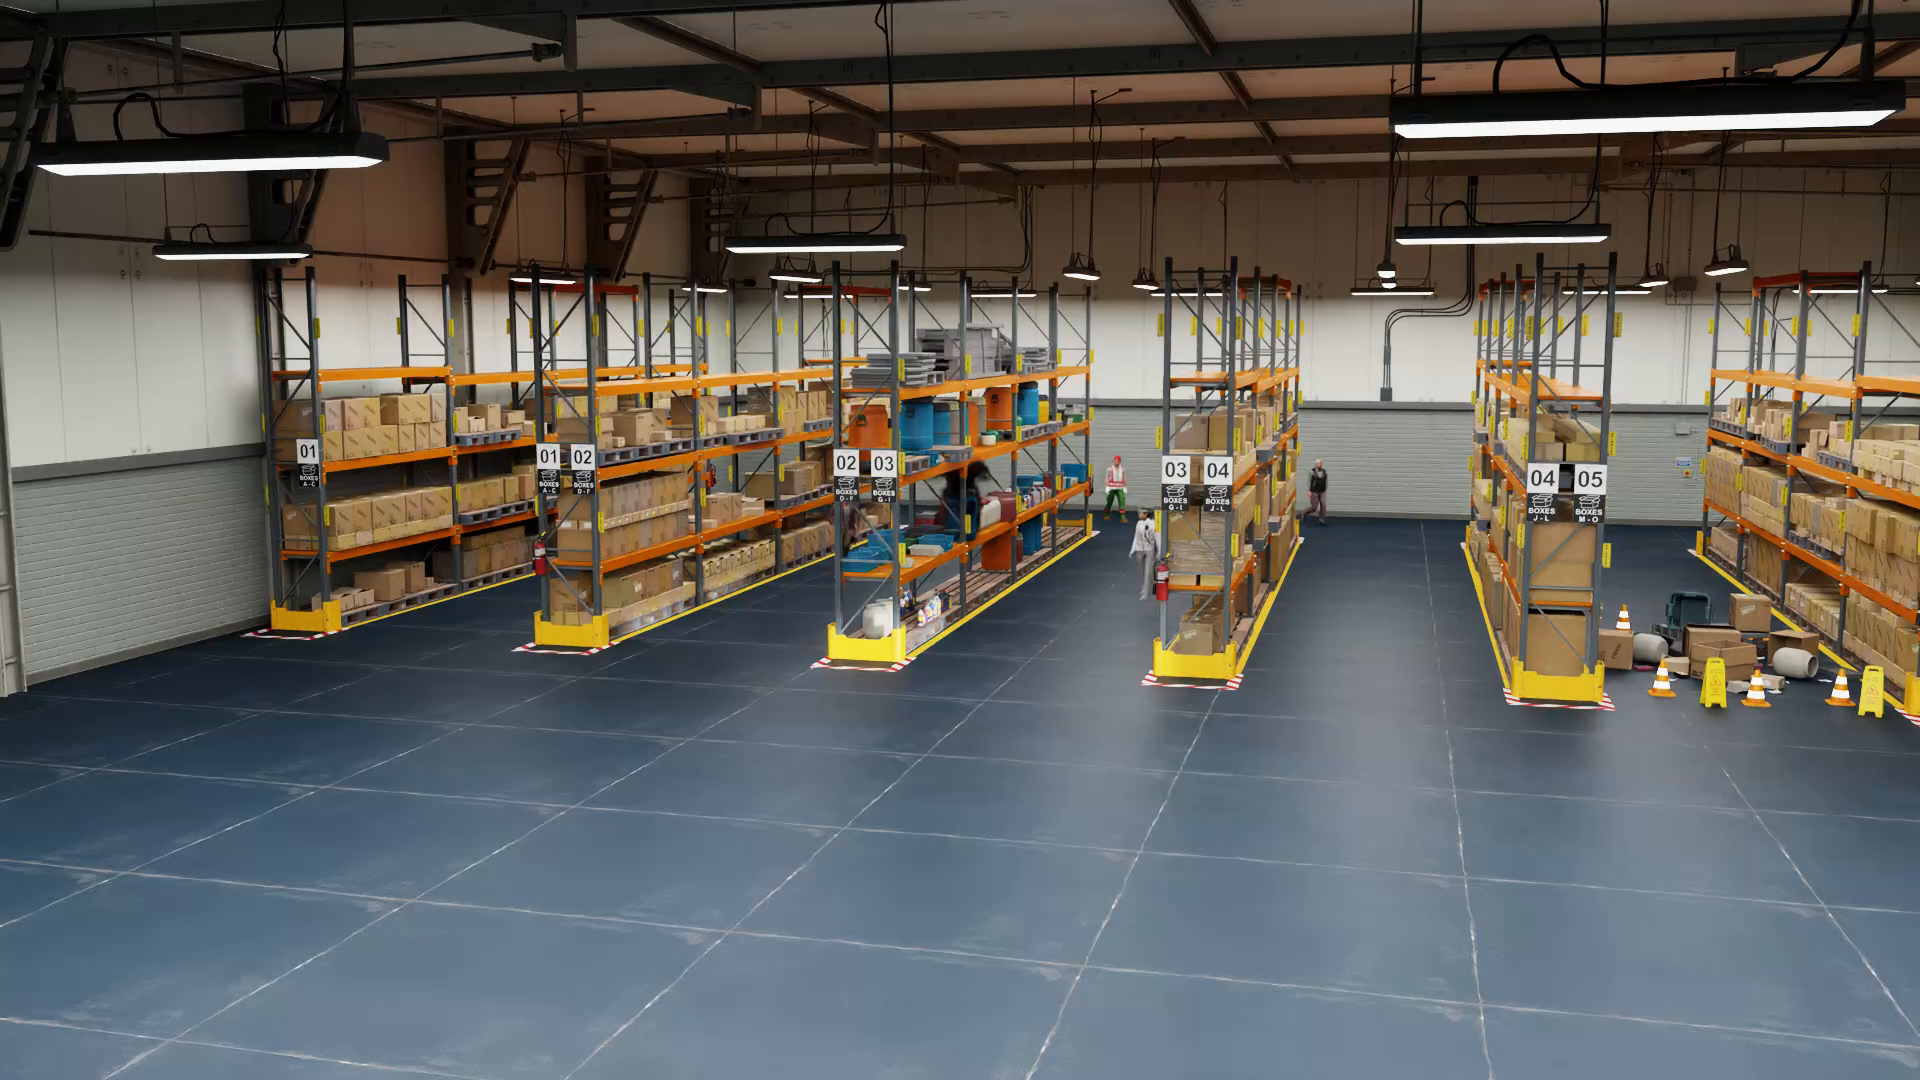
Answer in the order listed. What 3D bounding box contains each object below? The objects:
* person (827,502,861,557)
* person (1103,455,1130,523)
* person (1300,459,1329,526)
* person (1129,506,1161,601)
[{"bbox_3d":[-2.355,-0.162,33.756,0.691,1.696,0.892,0,7,-3],"label":"person"},{"bbox_3d":[4.068,-1.318,42.967,0.674,1.744,1.037,-3,8,-19],"label":"person"},{"bbox_3d":[9.068,-1.220,42.307,0.530,1.698,0.743,-6,9,-37],"label":"person"},{"bbox_3d":[3.252,0.206,29.125,0.574,1.630,0.926,2,8,19],"label":"person"}]
